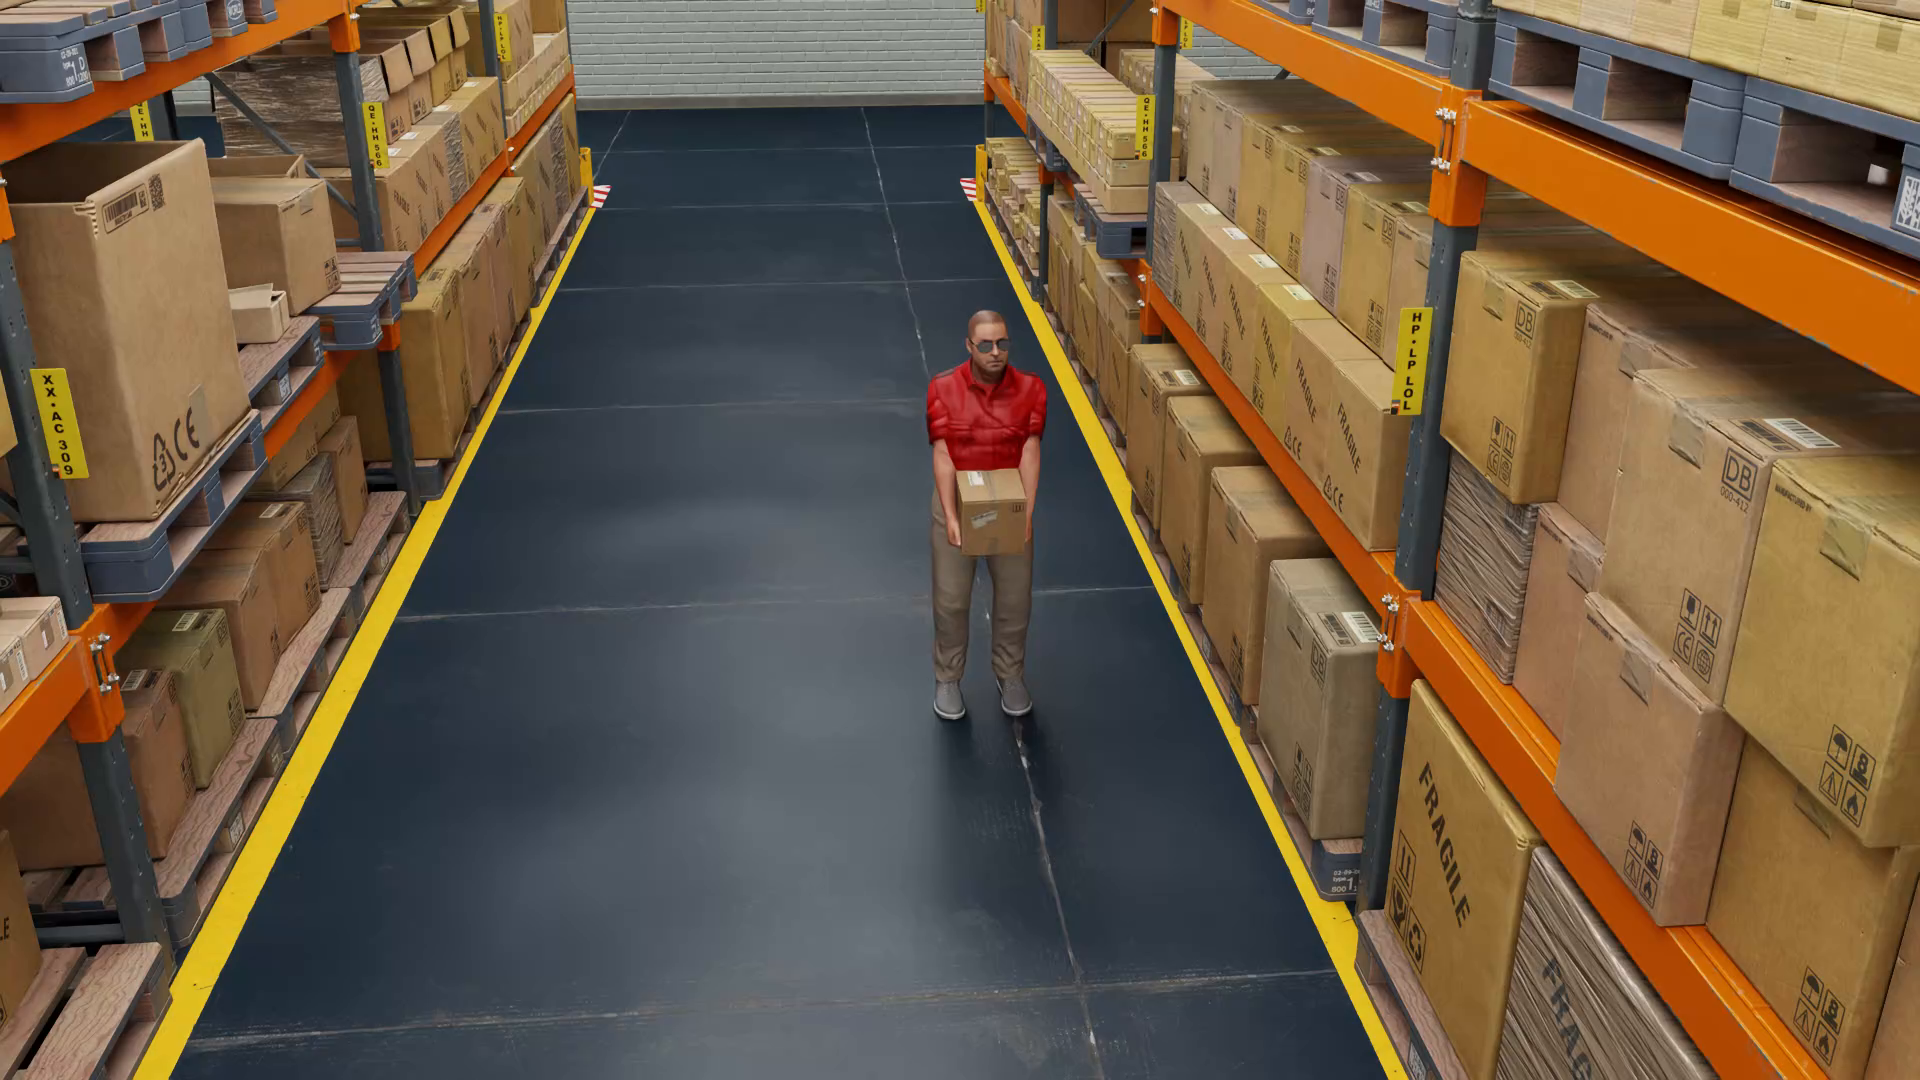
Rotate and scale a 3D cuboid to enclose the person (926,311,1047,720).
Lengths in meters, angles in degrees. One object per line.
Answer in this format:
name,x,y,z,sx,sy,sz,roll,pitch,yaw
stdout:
person,0.116,-0.071,6.796,0.490,1.726,0.542,-3,24,-6
